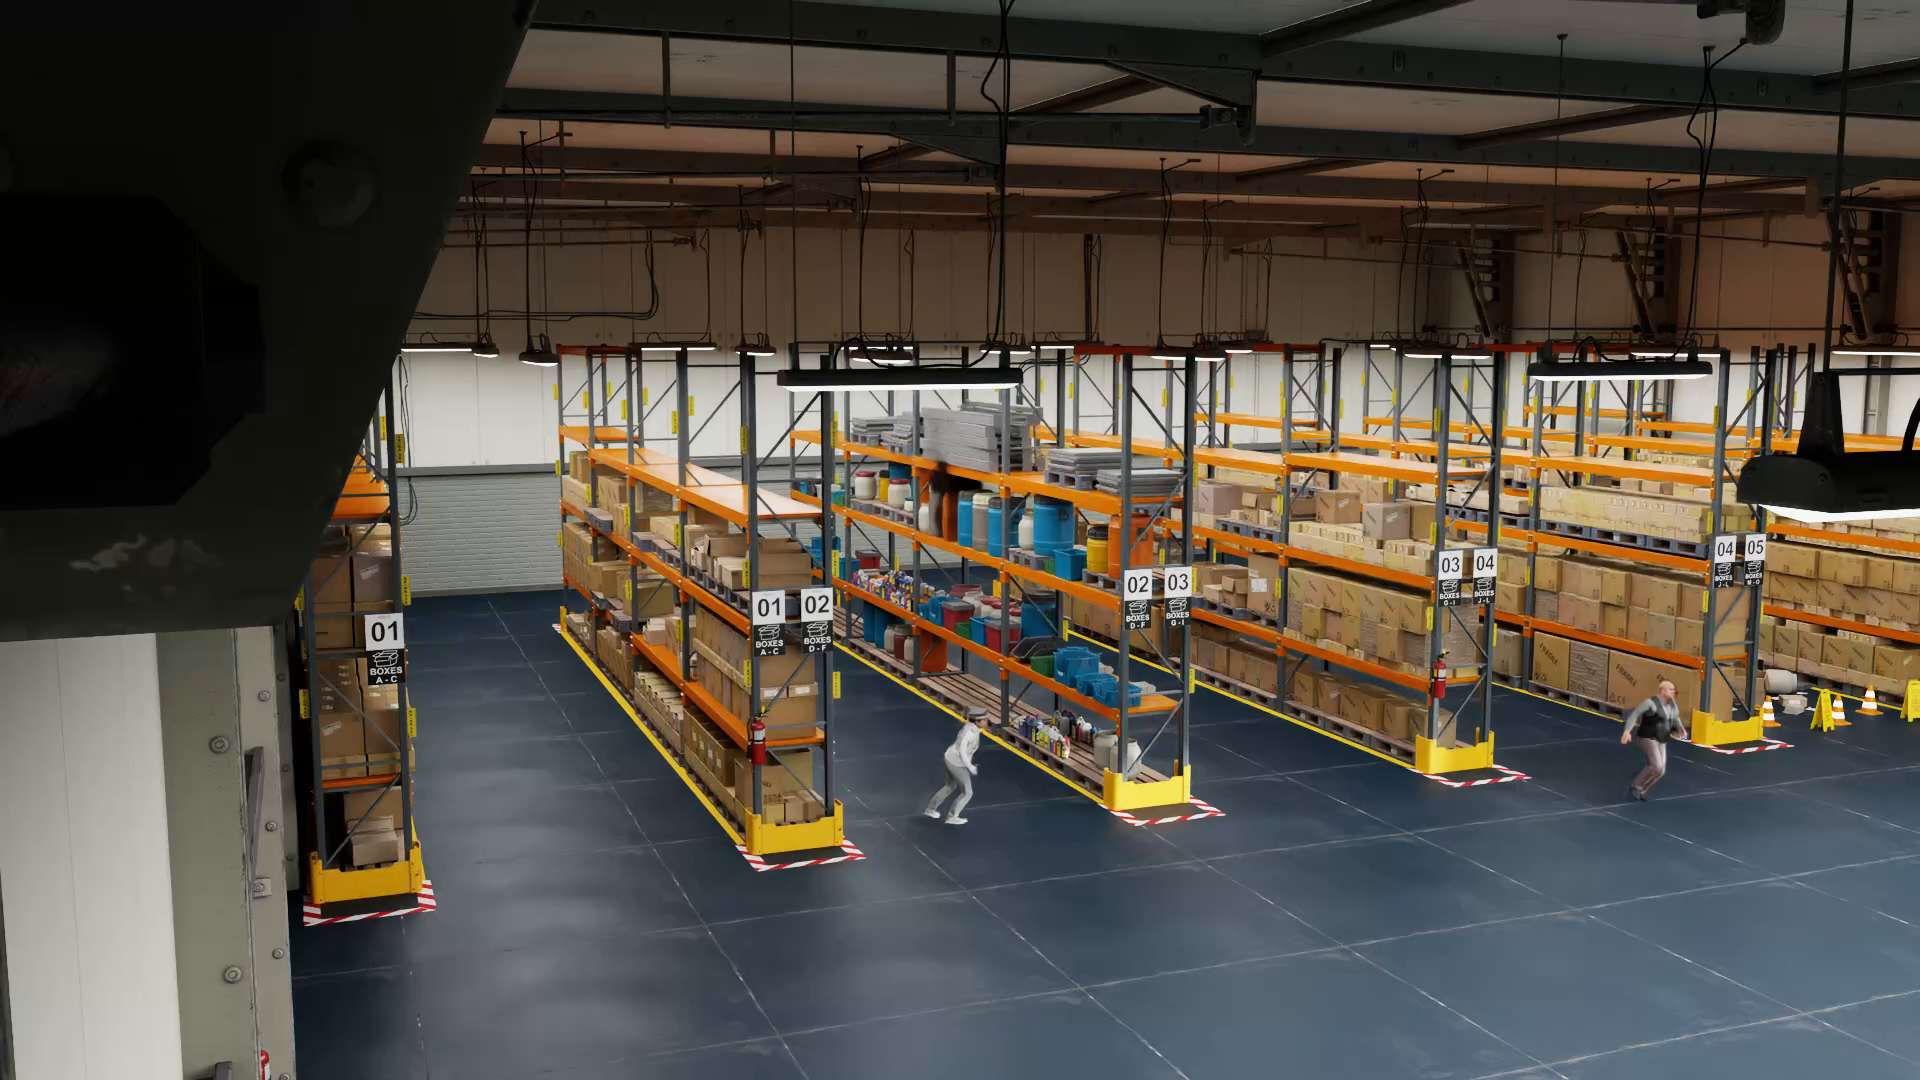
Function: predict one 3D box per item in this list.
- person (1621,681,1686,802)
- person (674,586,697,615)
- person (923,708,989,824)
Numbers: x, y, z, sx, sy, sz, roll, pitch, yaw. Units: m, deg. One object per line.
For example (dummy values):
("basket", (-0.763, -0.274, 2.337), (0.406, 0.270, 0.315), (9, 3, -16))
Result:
("person", (9.379, 2.723, 22.320), (0.840, 1.651, 0.621), (-5, 9, -33))
("person", (-5.869, 0.977, 35.493), (0.725, 1.735, 0.805), (-5, 9, -35))
("person", (-0.035, 2.889, 21.266), (0.786, 1.526, 0.621), (-1, 7, -8))
